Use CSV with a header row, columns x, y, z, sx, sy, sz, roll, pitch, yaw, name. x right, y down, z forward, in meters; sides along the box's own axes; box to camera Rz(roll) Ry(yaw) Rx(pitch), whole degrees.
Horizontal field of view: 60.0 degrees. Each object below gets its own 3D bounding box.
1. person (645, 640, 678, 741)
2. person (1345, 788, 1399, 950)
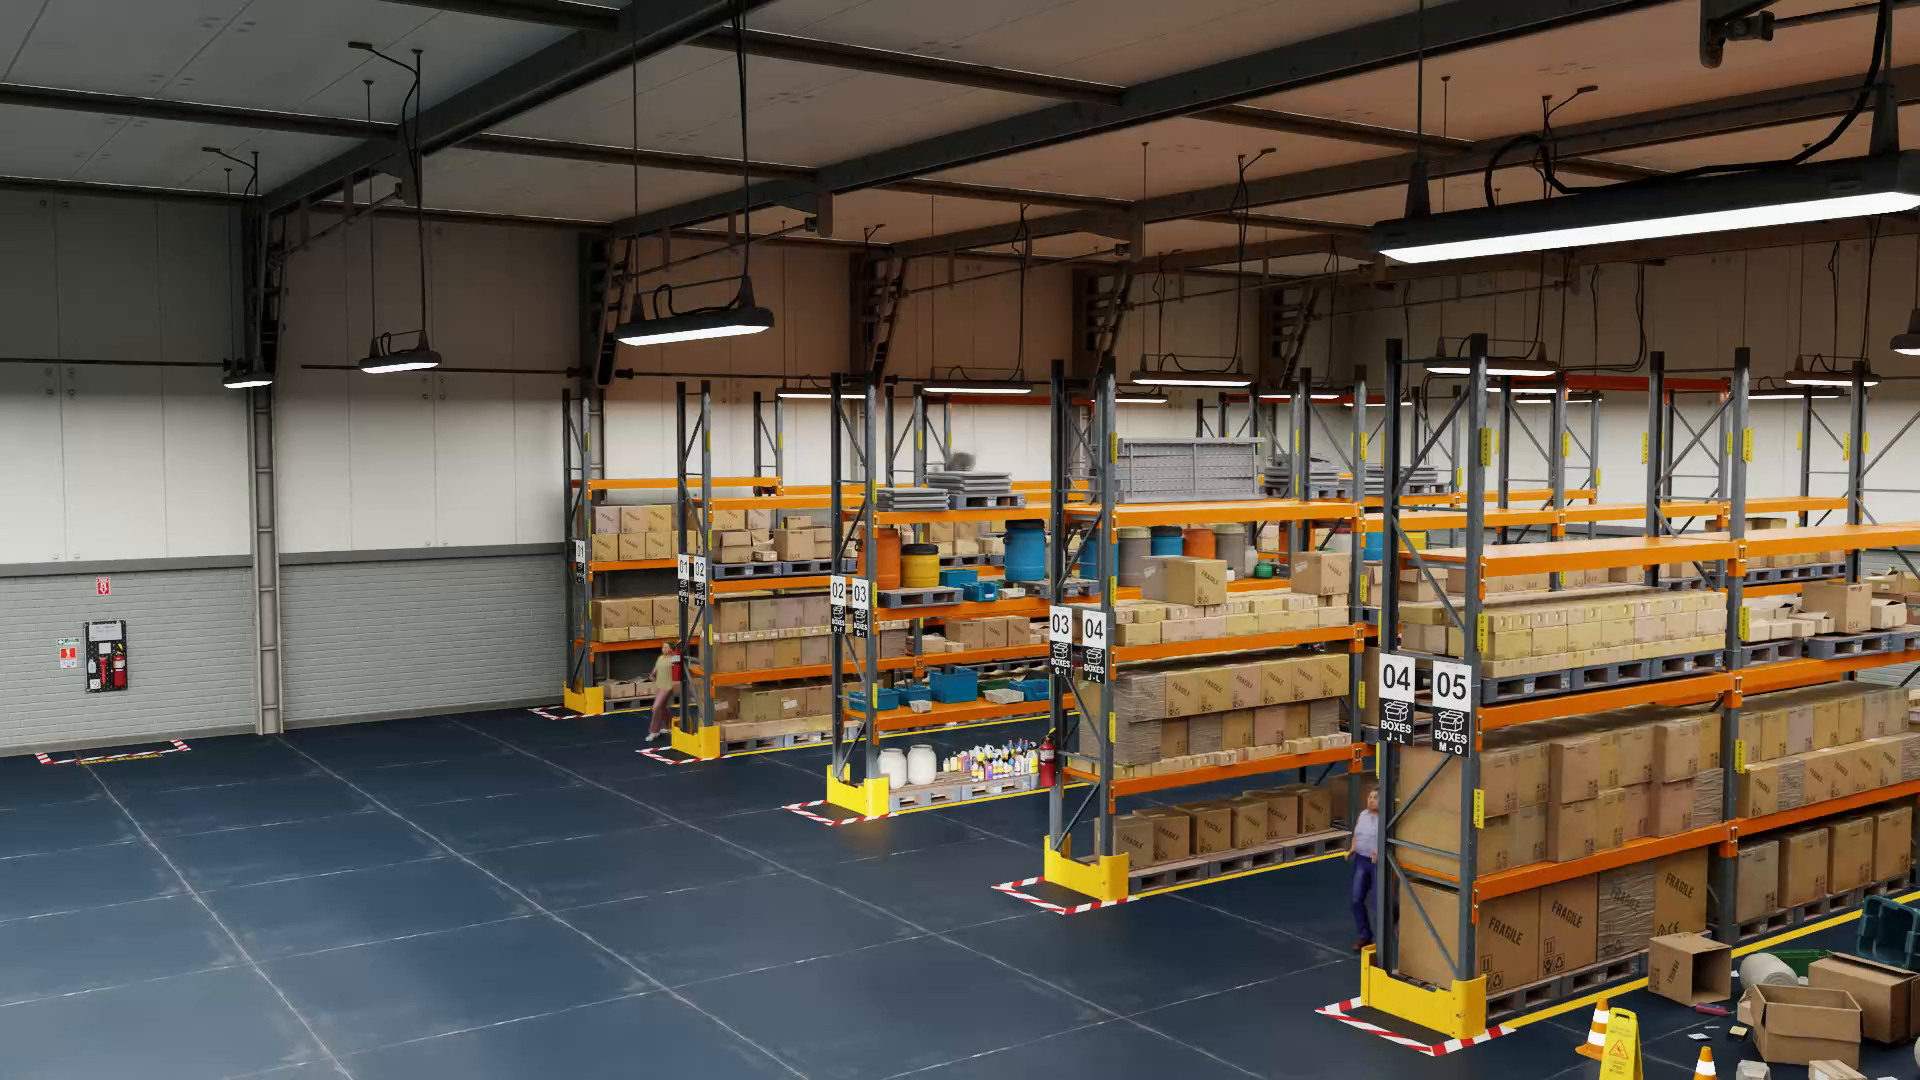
x,y,z,sx,sy,sz,roll,pitch,yaw,name
-4.986,2.537,28.080,0.629,1.692,0.687,3,5,41,person
4.183,3.298,16.753,0.669,1.580,0.613,-4,5,-45,person
